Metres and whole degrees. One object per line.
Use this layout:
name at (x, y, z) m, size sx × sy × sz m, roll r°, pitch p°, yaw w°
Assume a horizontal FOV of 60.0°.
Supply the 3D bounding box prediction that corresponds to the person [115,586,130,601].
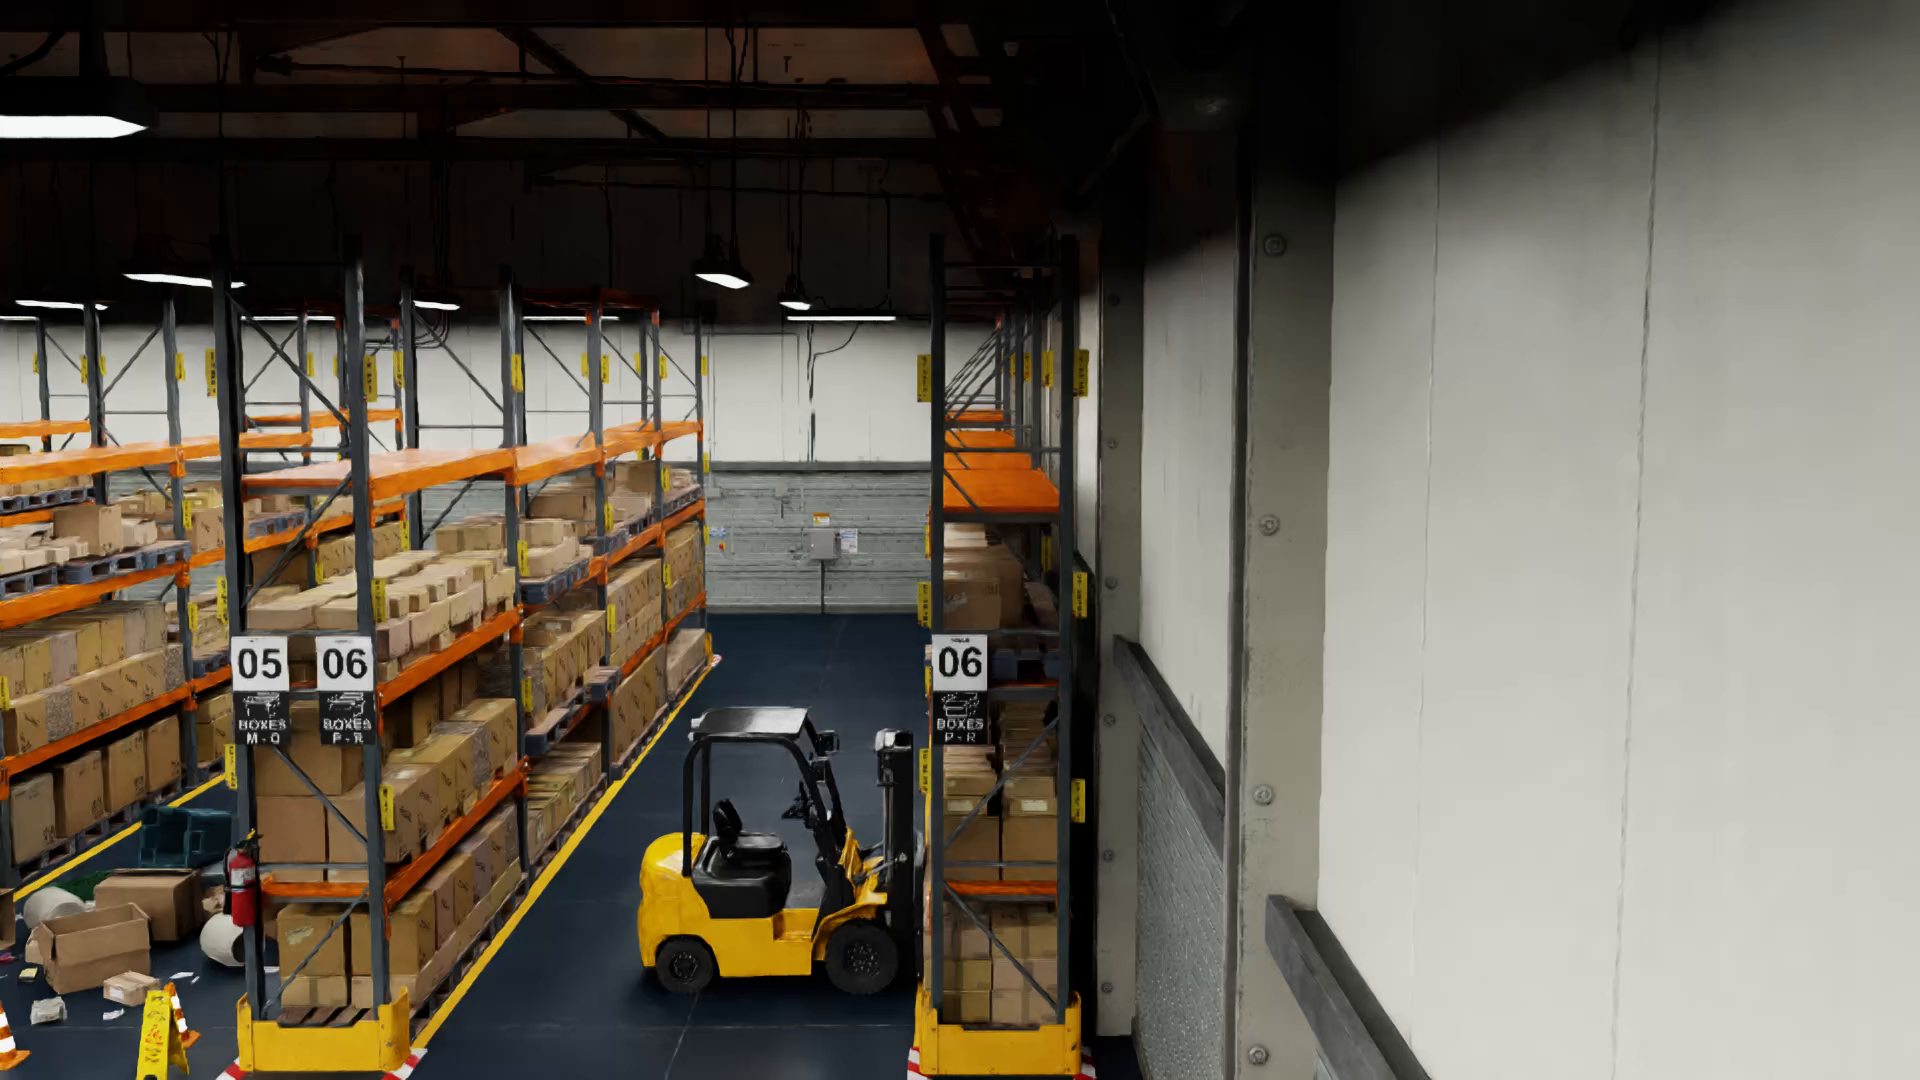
person at (-16.308, 0.746, 32.114) m, size 0.507 × 1.736 × 0.712 m, roll 4°, pitch 8°, yaw 33°
